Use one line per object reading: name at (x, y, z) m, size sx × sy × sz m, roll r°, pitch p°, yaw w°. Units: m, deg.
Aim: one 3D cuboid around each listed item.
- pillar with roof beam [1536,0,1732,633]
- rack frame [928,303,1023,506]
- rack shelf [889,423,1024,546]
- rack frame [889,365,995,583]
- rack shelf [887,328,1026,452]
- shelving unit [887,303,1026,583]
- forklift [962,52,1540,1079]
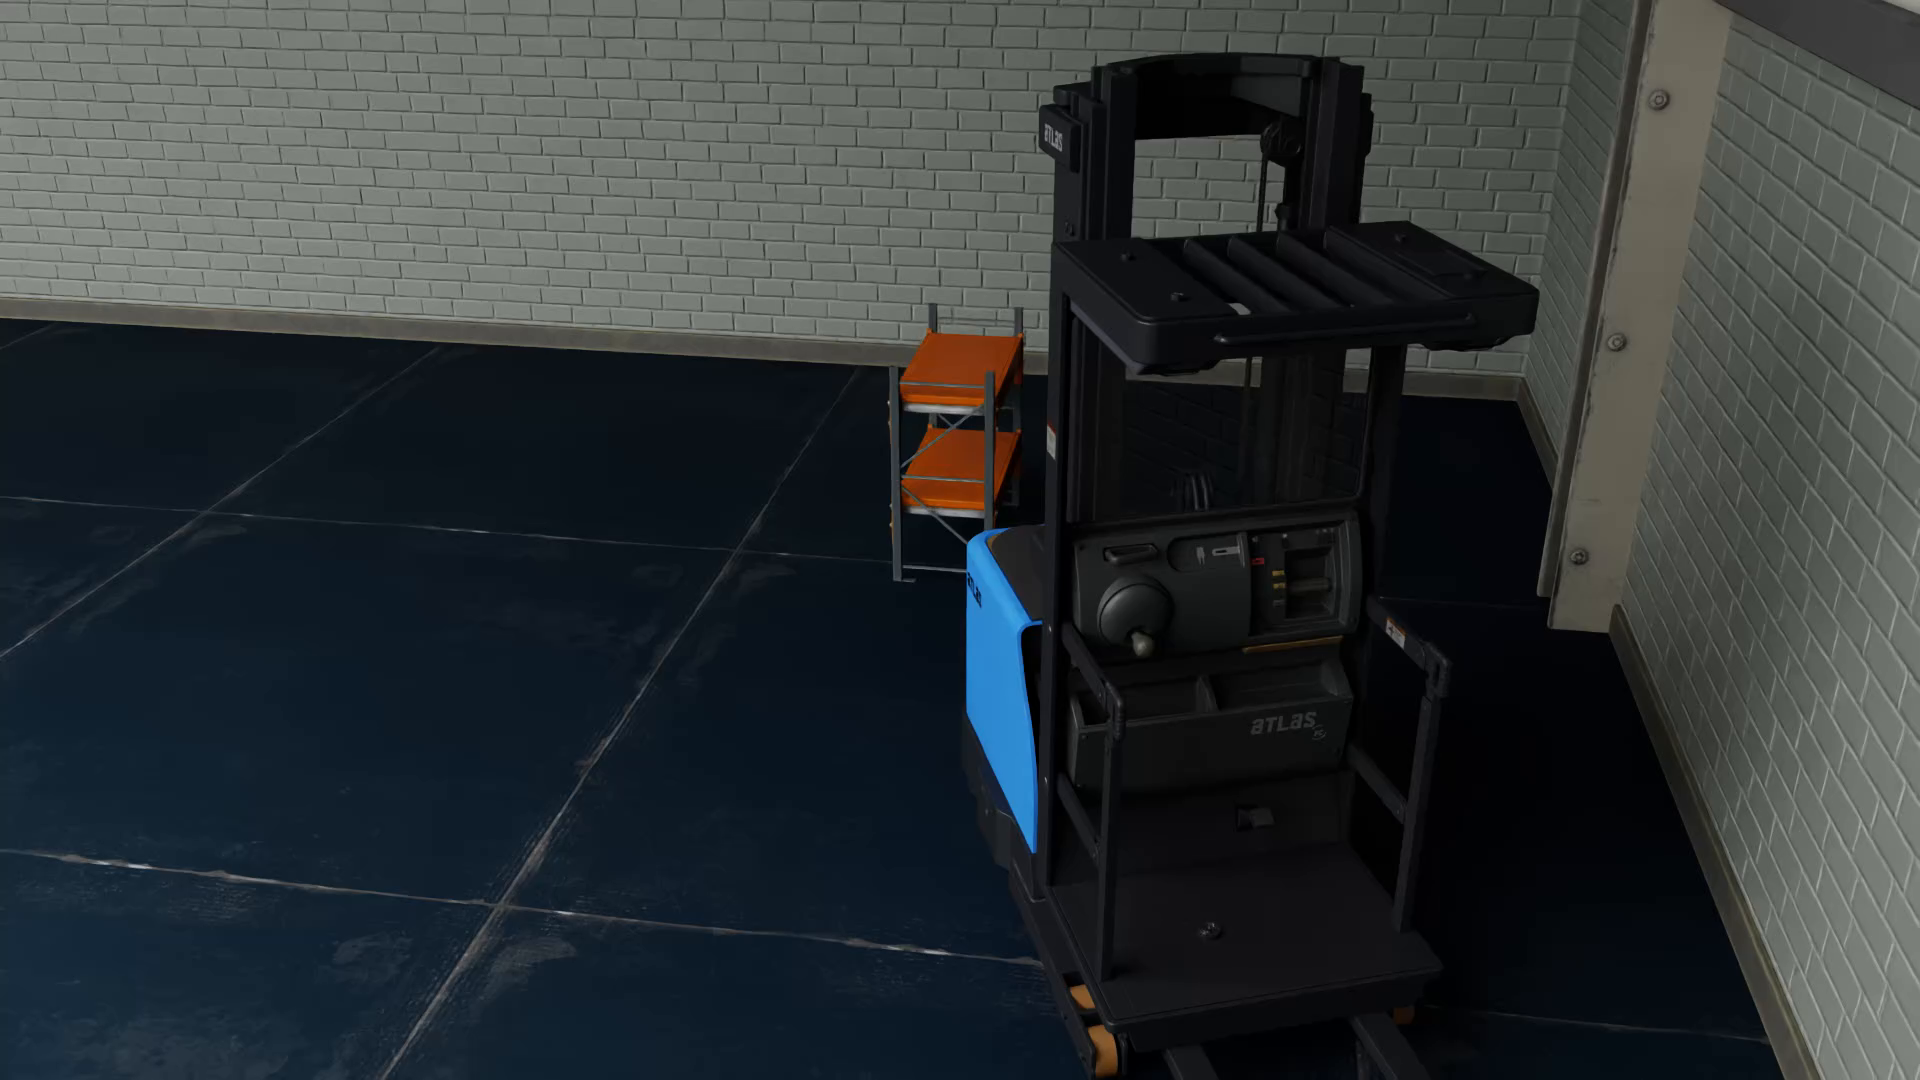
pillar with roof beam at (-1.281, -4.029, 6.742) m, size 9.100 × 9.000 × 0.400 m, roll 4°, pitch 25°, yaw 9°
rack frame at (0.082, -0.719, 8.960) m, size 0.500 × 1.125 × 0.032 m, roll 4°, pitch 25°, yaw 9°
rack shelf at (-0.001, -0.285, 8.609) m, size 0.538 × 0.278 × 1.000 m, roll 4°, pitch 25°, yaw 9°
rack frame at (-0.084, -0.294, 8.051) m, size 0.500 × 1.125 × 0.032 m, roll 4°, pitch 25°, yaw 9°
rack shelf at (-0.001, -0.772, 8.381) m, size 0.538 × 0.278 × 1.000 m, roll 4°, pitch 25°, yaw 9°
shelving unit at (-0.001, -0.507, 8.505) m, size 0.538 × 1.125 × 1.048 m, roll 4°, pitch 25°, yaw 9°
forklift at (0.853, 0.169, 4.932) m, size 1.130 × 2.935 × 3.031 m, roll -6°, pitch 26°, yaw -12°
